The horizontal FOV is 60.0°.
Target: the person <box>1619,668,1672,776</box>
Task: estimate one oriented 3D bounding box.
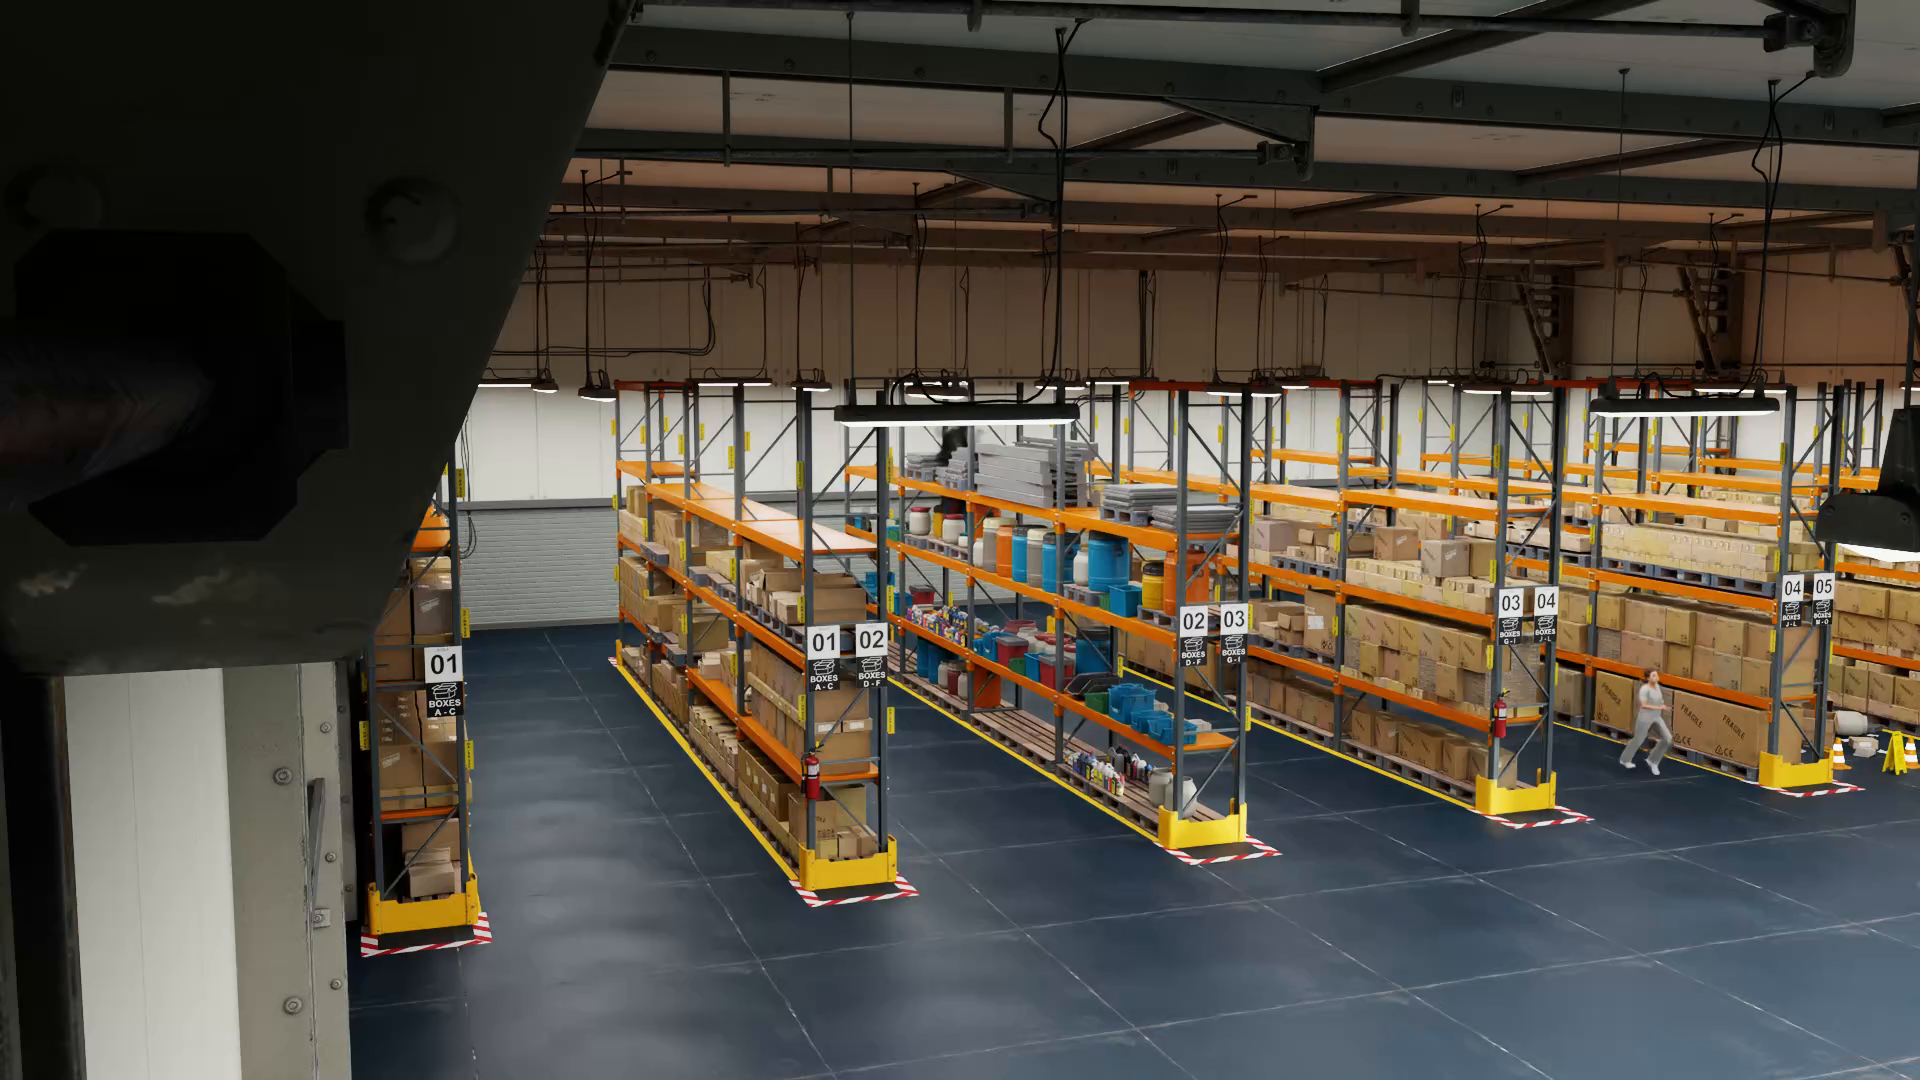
[{"bbox_3d":[10.642,2.786,25.683,0.570,1.663,0.853,-3,7,-26],"label":"person"}]

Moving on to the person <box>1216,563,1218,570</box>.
[{"bbox_3d":[6.000,1.354,38.485,0.672,1.785,0.988,-2,6,-16],"label":"person"}]
